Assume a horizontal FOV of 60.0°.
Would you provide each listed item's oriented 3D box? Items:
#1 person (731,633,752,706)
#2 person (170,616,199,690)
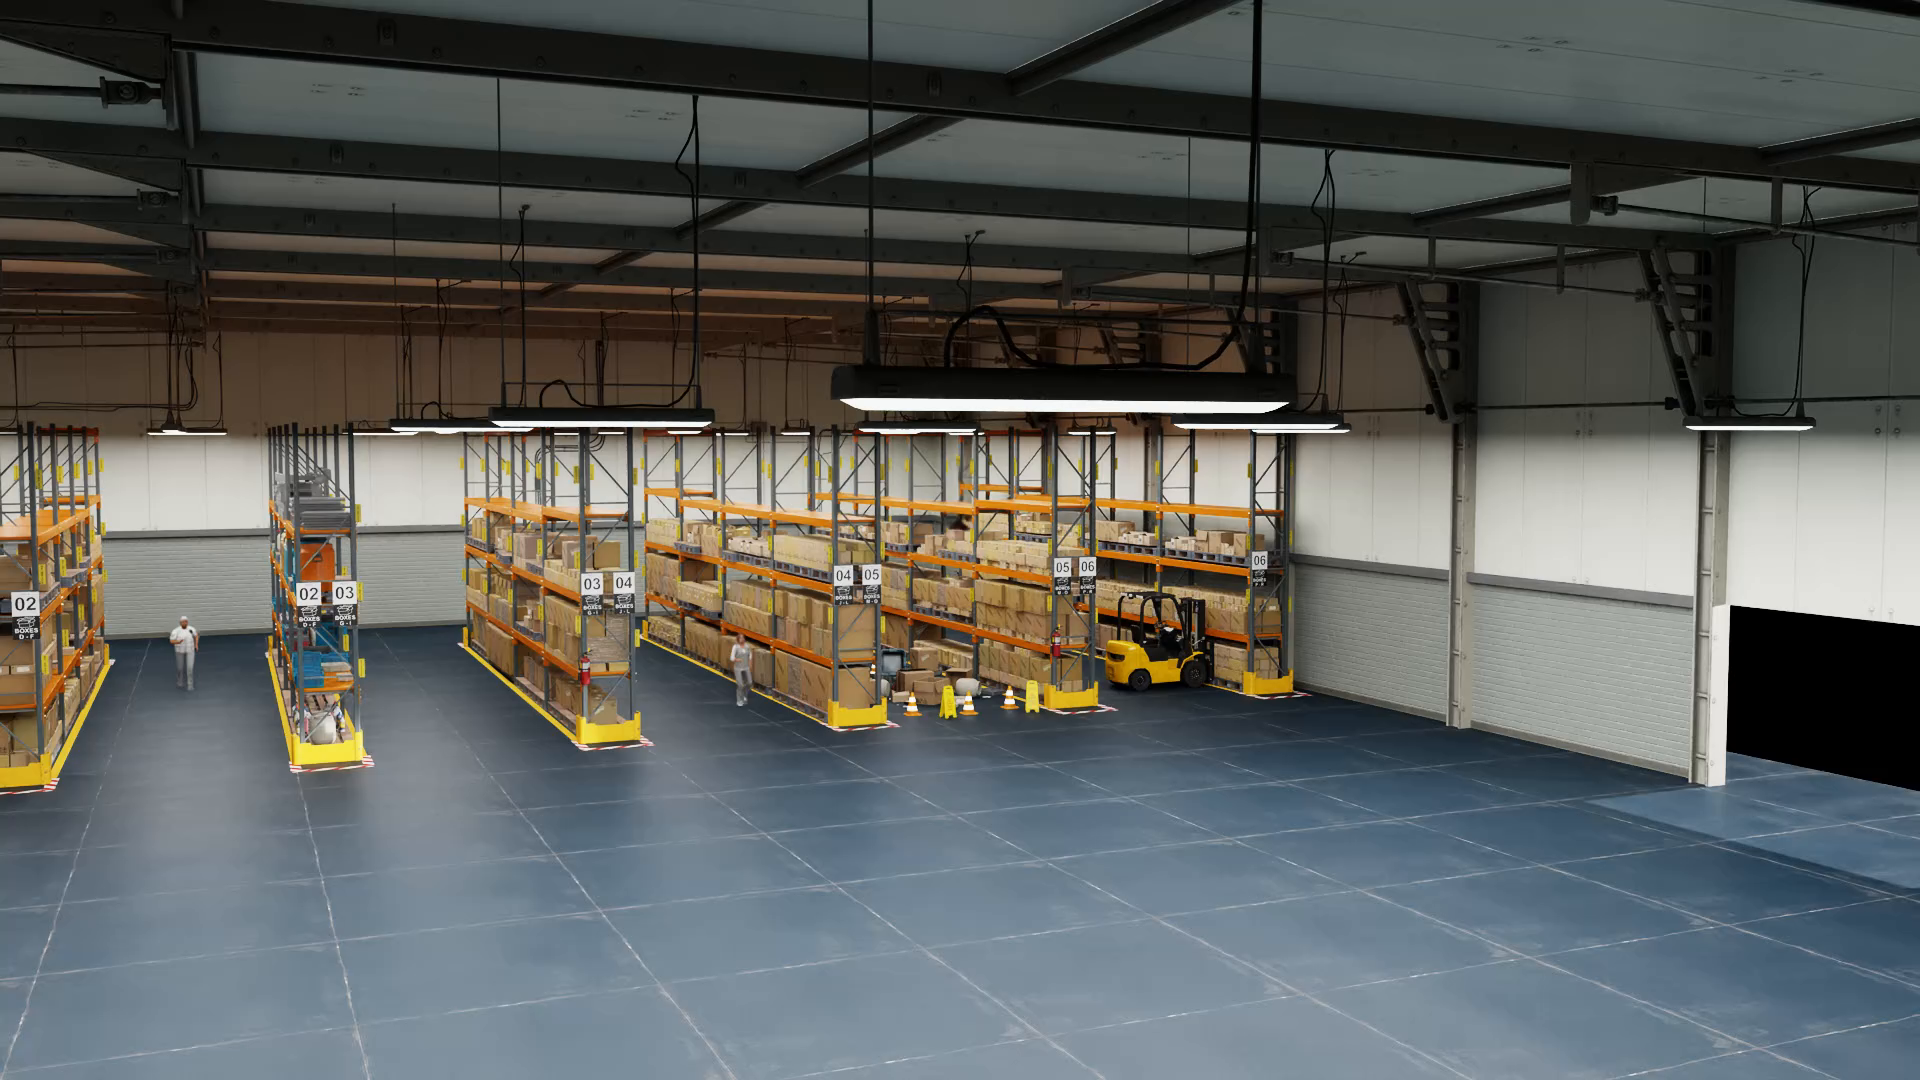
[{"bbox_3d":[-4.615,2.773,35.400,0.521,1.548,0.570,-2,4,-27],"label":"person"},{"bbox_3d":[-17.659,2.565,37.887,0.607,1.641,0.941,-2,4,-29],"label":"person"}]
